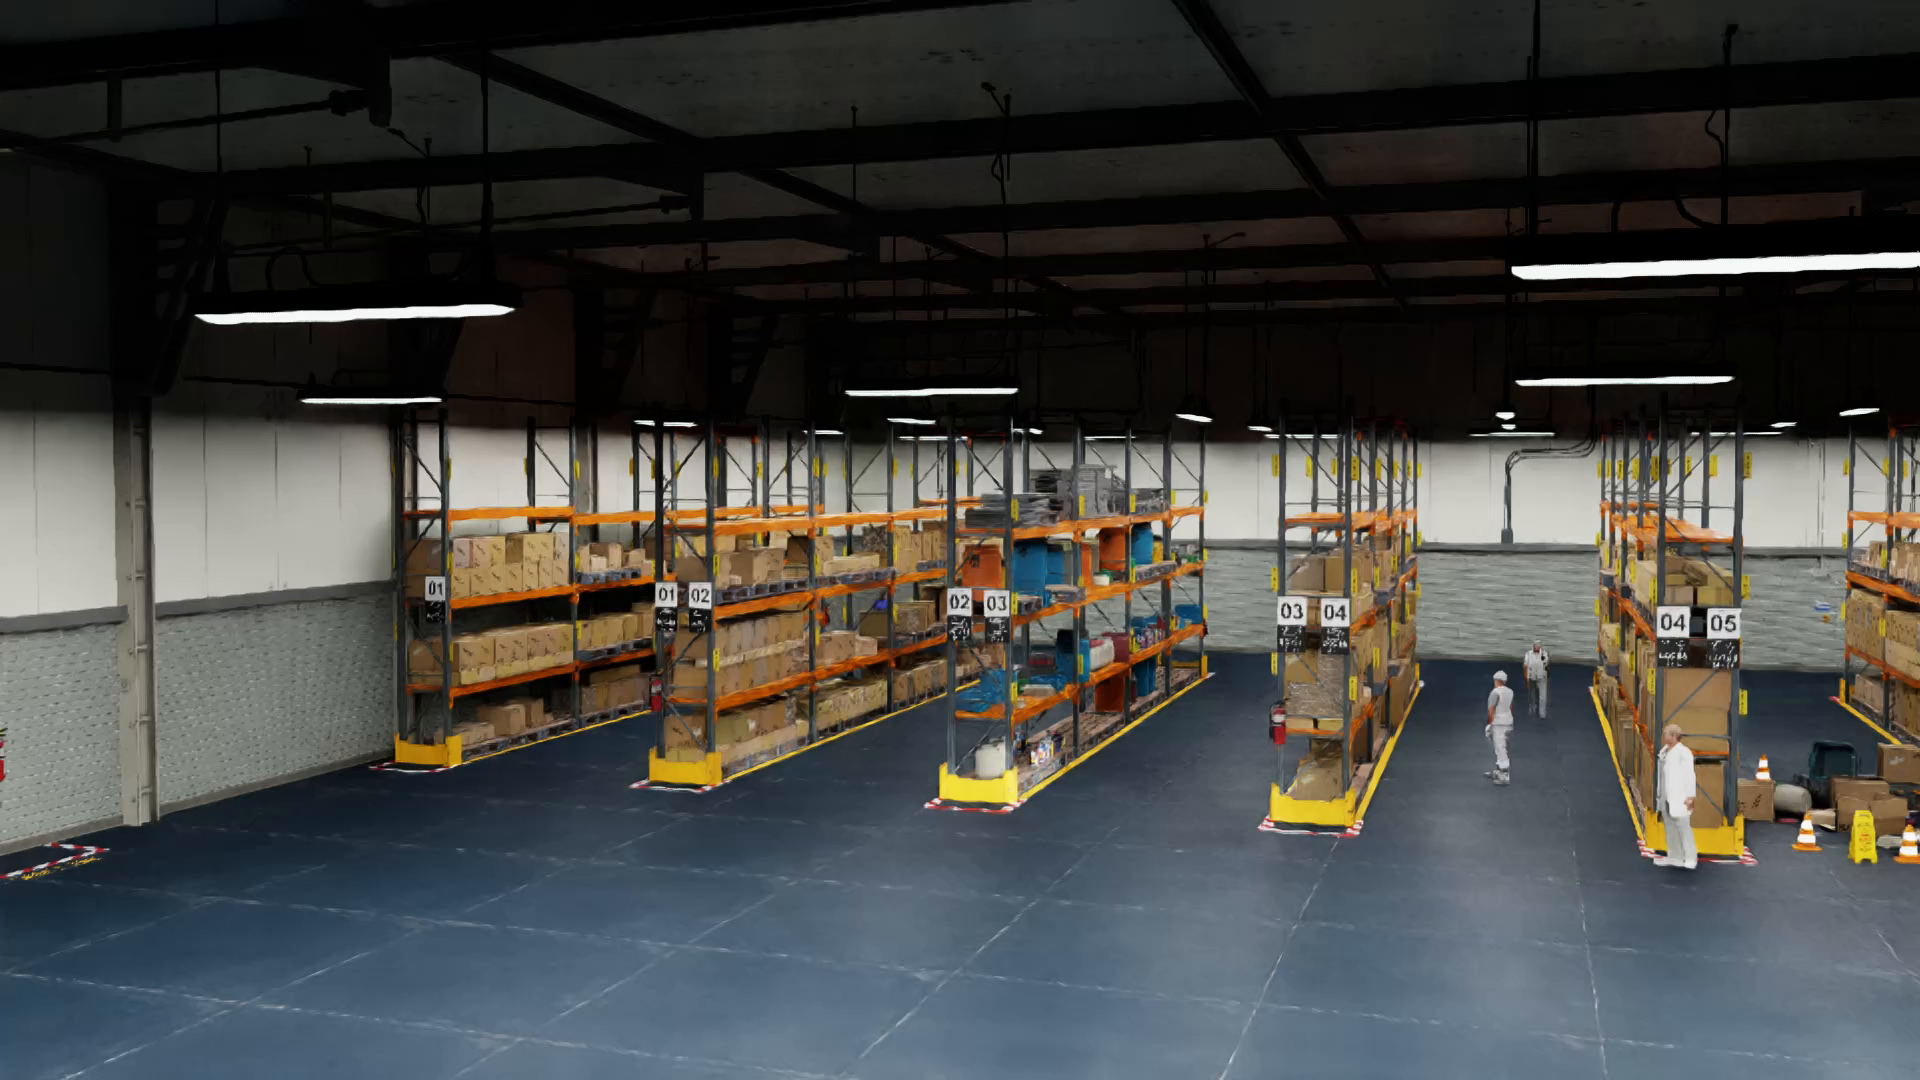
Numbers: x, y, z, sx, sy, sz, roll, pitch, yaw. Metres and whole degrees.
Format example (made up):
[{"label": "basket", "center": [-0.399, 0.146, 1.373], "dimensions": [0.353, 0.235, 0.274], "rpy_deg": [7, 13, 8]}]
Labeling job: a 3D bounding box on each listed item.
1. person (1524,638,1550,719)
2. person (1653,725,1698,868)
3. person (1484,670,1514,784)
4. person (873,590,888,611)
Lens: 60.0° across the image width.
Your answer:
[{"label": "person", "center": [11.606, 2.764, 33.476], "dimensions": [0.497, 1.578, 1.090], "rpy_deg": [1, 3, 21]}, {"label": "person", "center": [9.035, 3.220, 20.948], "dimensions": [0.475, 1.779, 0.628], "rpy_deg": [-1, 3, -14]}, {"label": "person", "center": [8.577, 2.957, 26.508], "dimensions": [0.653, 1.786, 0.562], "rpy_deg": [-2, 3, -42]}, {"label": "person", "center": [-2.321, 2.206, 46.242], "dimensions": [0.651, 1.639, 0.491], "rpy_deg": [-1, 3, -23]}]
